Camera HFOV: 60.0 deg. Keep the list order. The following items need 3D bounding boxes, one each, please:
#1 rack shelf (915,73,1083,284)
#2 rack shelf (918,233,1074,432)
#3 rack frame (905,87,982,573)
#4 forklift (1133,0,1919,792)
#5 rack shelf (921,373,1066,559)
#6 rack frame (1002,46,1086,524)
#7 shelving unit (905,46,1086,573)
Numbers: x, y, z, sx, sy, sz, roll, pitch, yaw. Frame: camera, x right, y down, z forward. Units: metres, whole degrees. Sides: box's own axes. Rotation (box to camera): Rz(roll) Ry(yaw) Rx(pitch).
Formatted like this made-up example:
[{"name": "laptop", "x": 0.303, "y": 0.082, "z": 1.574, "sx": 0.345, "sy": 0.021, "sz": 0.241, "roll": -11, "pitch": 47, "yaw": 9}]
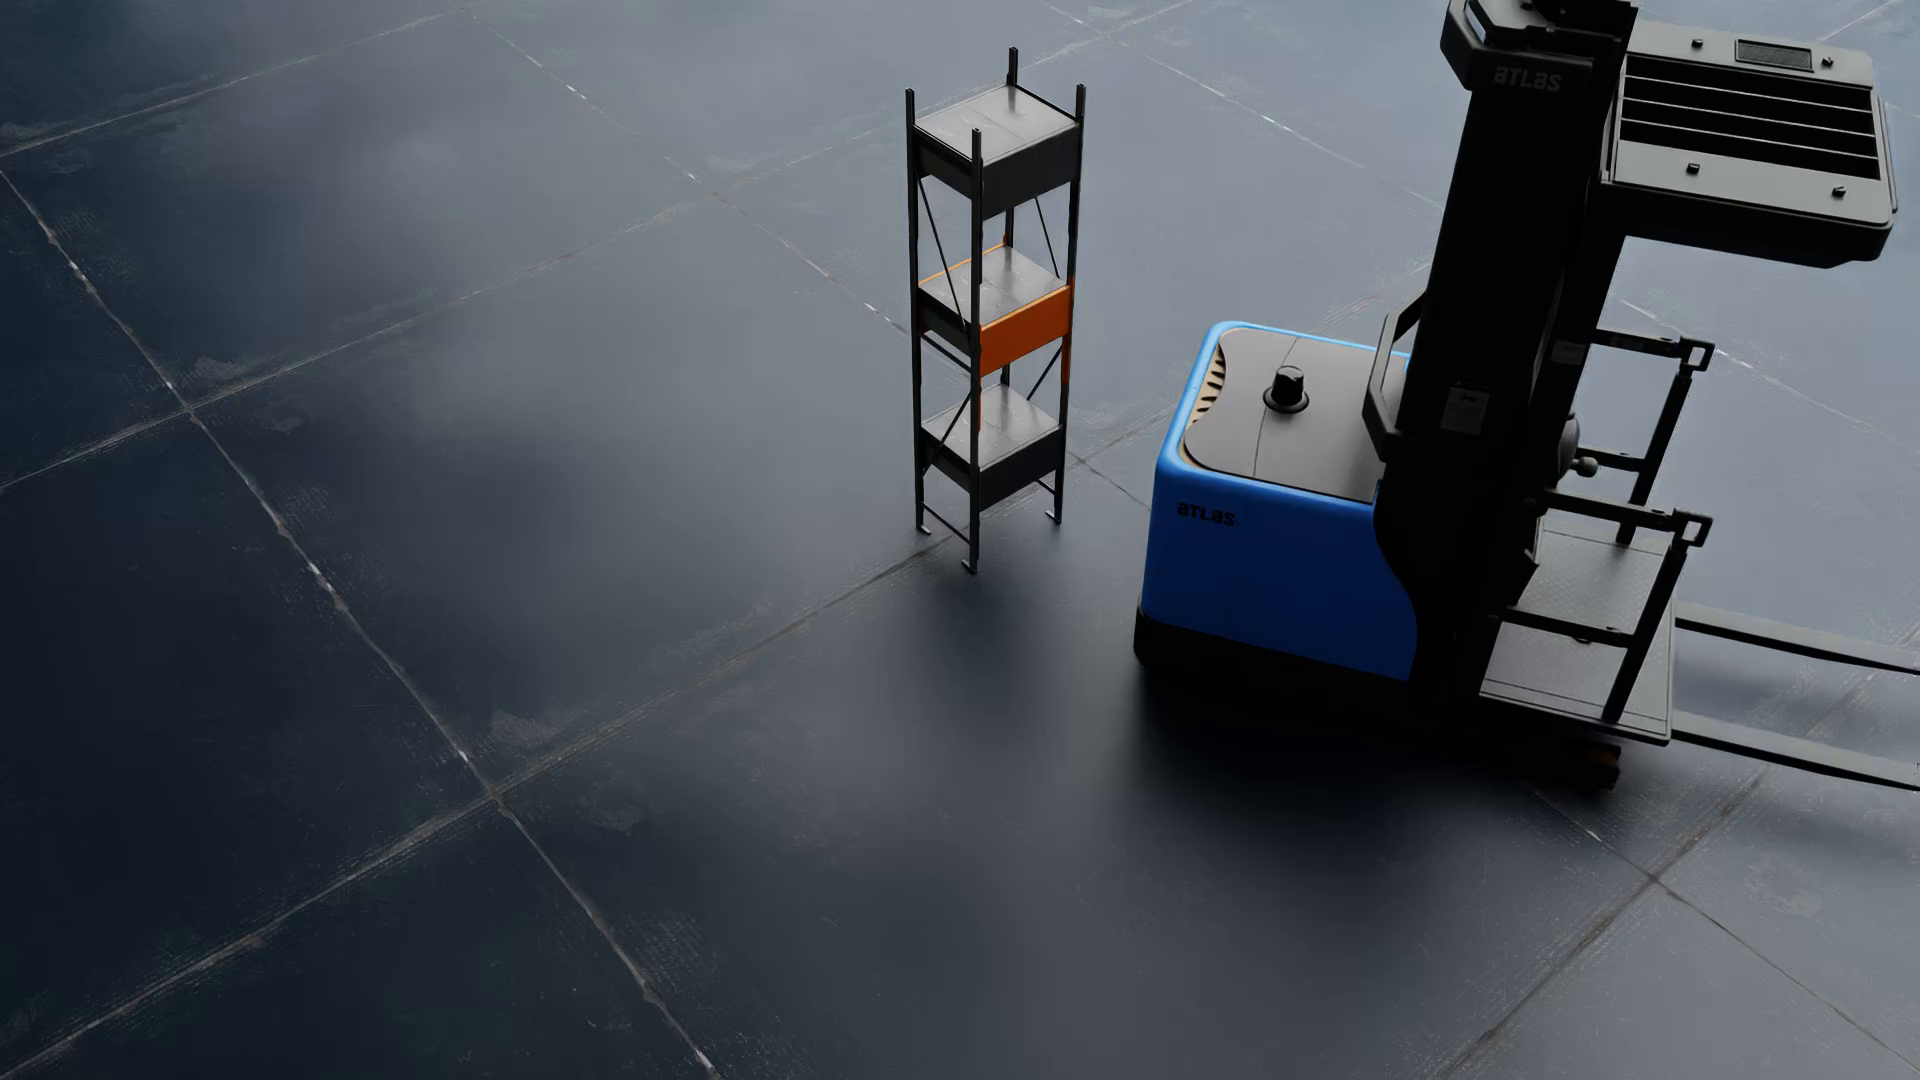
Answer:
[{"name": "rack shelf", "x": 0.127, "y": -1.338, "z": 6.139, "sx": 0.480, "sy": 0.518, "sz": 0.431, "roll": -30, "pitch": 51, "yaw": -28}, {"name": "rack shelf", "x": 0.127, "y": -0.828, "z": 6.618, "sx": 0.480, "sy": 0.518, "sz": 0.431, "roll": -30, "pitch": 51, "yaw": -28}, {"name": "rack frame", "x": -0.060, "y": -0.731, "z": 6.494, "sx": 0.015, "sy": 2.100, "sz": 0.400, "roll": -30, "pitch": 51, "yaw": -28}, {"name": "forklift", "x": 2.270, "y": -0.541, "z": 5.686, "sx": 3.031, "sy": 2.935, "sz": 1.130, "roll": 13, "pitch": 45, "yaw": 14}, {"name": "rack shelf", "x": 0.127, "y": -0.318, "z": 7.097, "sx": 0.480, "sy": 0.518, "sz": 0.431, "roll": -30, "pitch": 51, "yaw": -28}, {"name": "rack frame", "x": 0.314, "y": -0.945, "z": 6.723, "sx": 0.015, "sy": 2.100, "sz": 0.400, "roll": -30, "pitch": 51, "yaw": -28}, {"name": "shelving unit", "x": 0.127, "y": -0.838, "z": 6.609, "sx": 0.503, "sy": 2.100, "sz": 0.431, "roll": -30, "pitch": 51, "yaw": -28}]
